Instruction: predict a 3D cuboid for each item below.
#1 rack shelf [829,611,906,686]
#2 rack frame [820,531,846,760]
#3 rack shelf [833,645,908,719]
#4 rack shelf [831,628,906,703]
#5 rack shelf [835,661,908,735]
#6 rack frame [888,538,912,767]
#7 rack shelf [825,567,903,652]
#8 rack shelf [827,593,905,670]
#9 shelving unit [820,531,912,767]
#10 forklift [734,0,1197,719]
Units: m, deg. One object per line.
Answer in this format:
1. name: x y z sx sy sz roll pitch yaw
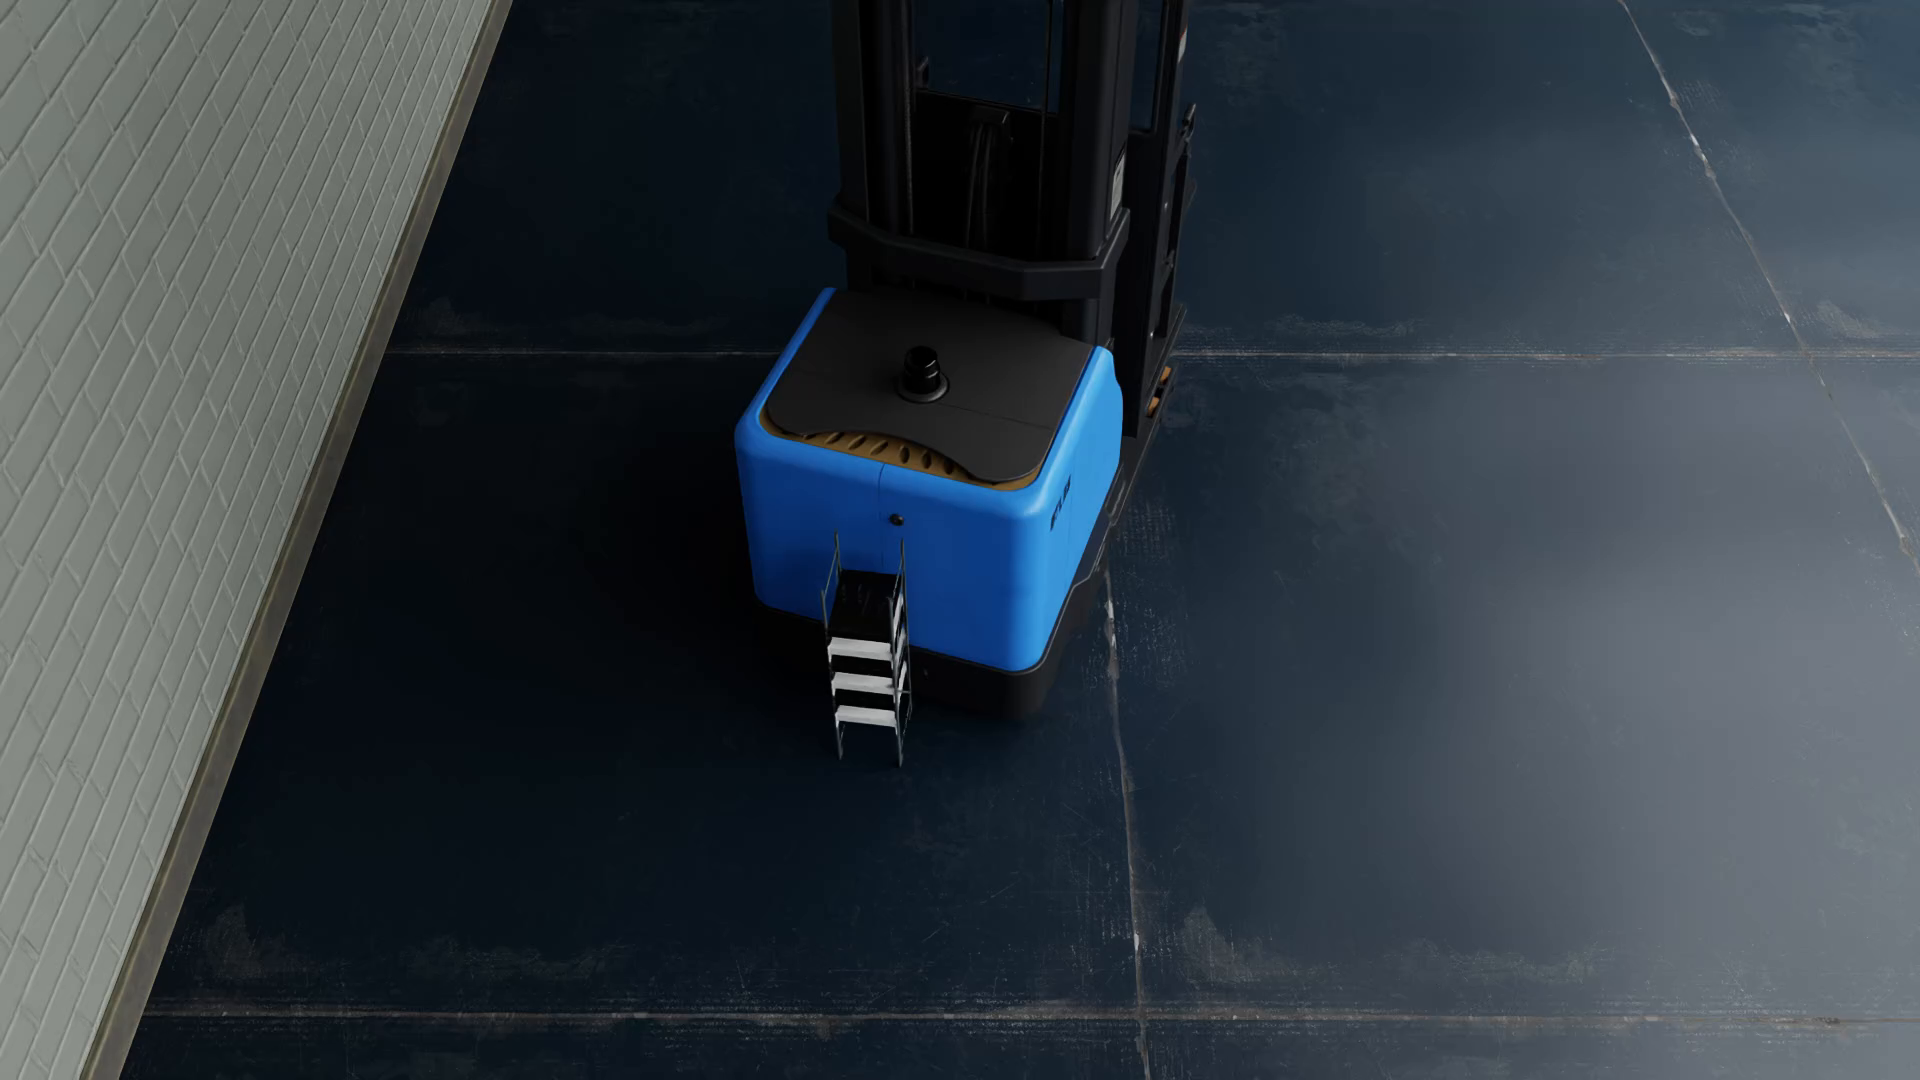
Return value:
1. rack shelf: -0.288 0.328 5.244 0.200 0.077 0.258 6 50 6
2. rack frame: -0.388 0.354 5.297 0.006 0.900 0.240 6 50 6
3. rack shelf: -0.287 0.445 5.381 0.200 0.077 0.258 6 50 6
4. rack shelf: -0.287 0.387 5.312 0.200 0.077 0.258 6 50 6
5. rack shelf: -0.286 0.503 5.450 0.200 0.077 0.258 6 50 6
6. rack frame: -0.187 0.376 5.277 0.006 0.900 0.240 6 50 6
7. rack shelf: -0.289 0.212 5.107 0.200 0.077 0.258 6 50 6
8. rack shelf: -0.288 0.270 5.175 0.200 0.077 0.258 6 50 6
9. shelving unit: -0.288 0.365 5.287 0.210 0.900 0.258 6 50 6
10. forklift: 0.245 -1.499 5.643 1.130 2.935 3.031 14 49 13
